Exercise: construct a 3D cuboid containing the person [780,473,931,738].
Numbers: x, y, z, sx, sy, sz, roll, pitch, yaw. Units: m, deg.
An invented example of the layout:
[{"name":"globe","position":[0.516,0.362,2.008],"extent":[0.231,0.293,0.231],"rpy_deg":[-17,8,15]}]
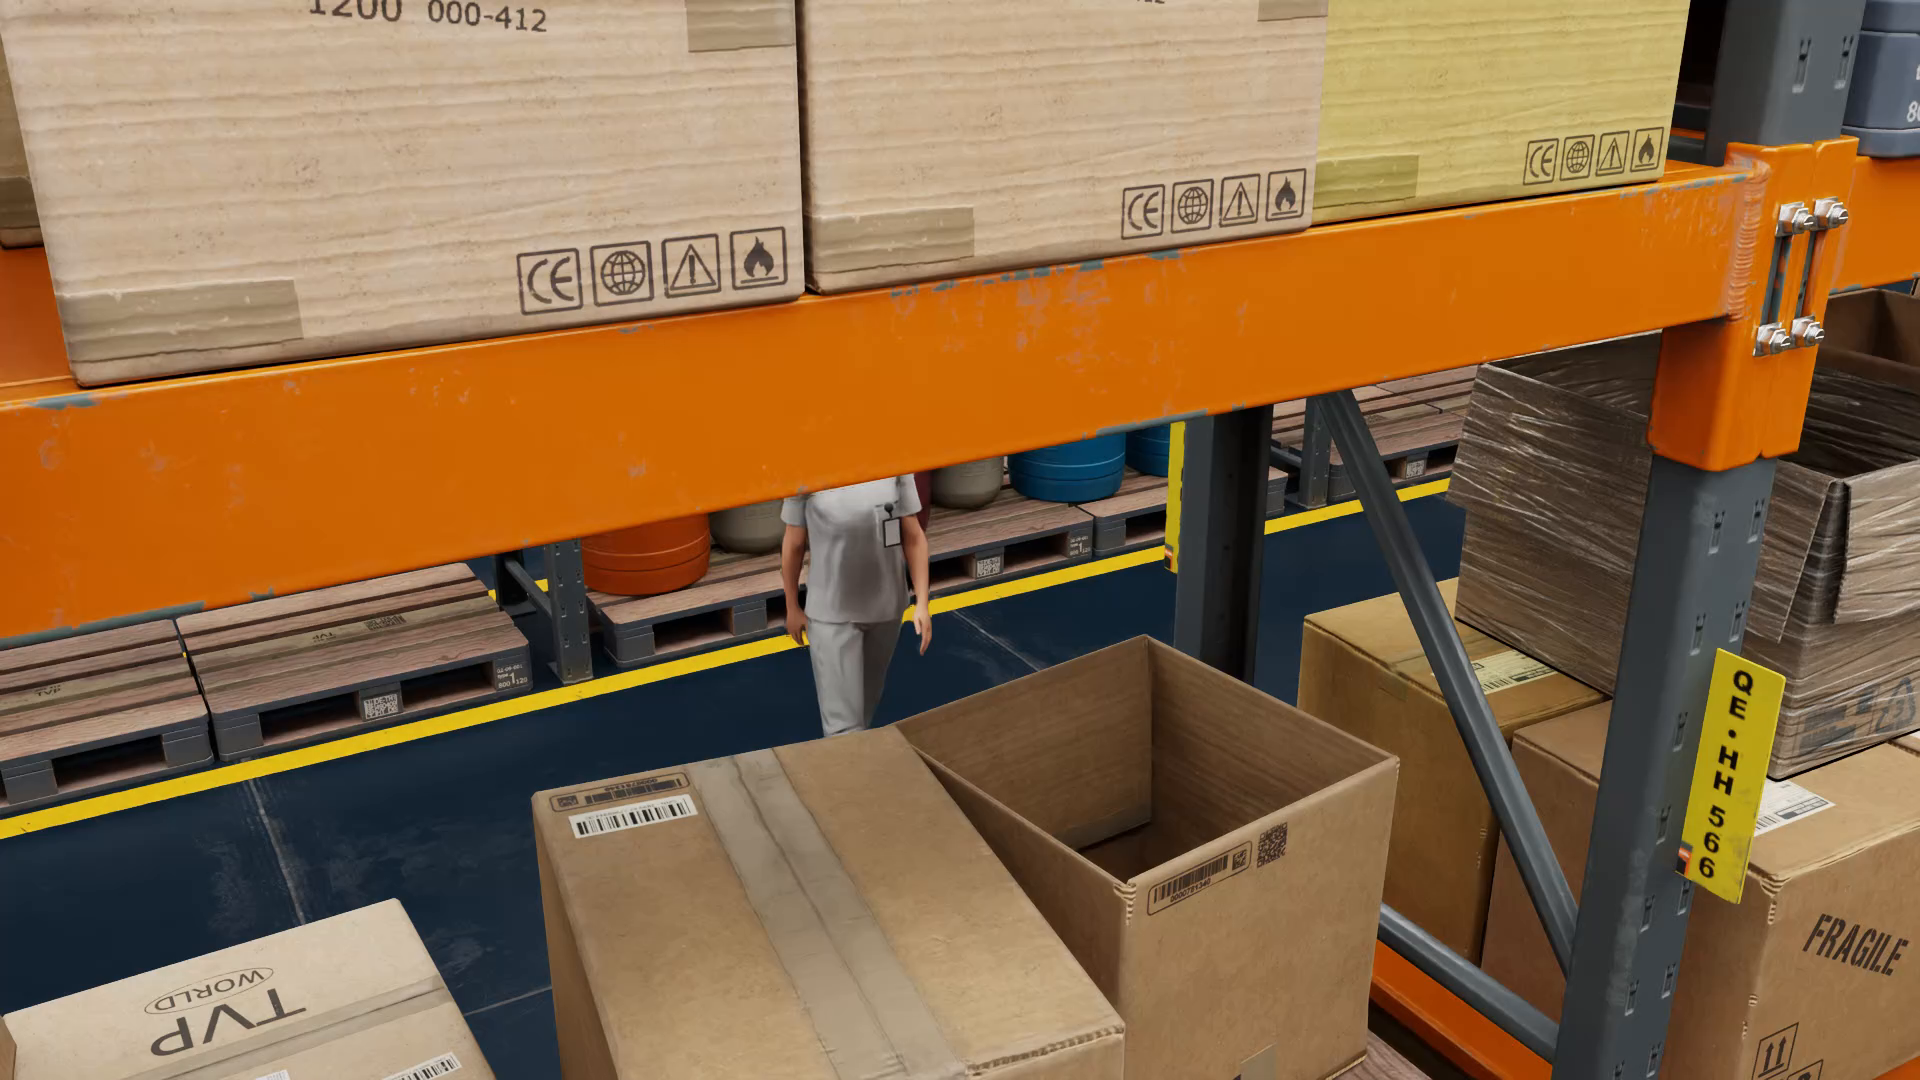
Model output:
[{"name":"person","position":[-0.285,0.267,5.402],"extent":[0.450,1.630,0.939],"rpy_deg":[-10,24,-24]}]
